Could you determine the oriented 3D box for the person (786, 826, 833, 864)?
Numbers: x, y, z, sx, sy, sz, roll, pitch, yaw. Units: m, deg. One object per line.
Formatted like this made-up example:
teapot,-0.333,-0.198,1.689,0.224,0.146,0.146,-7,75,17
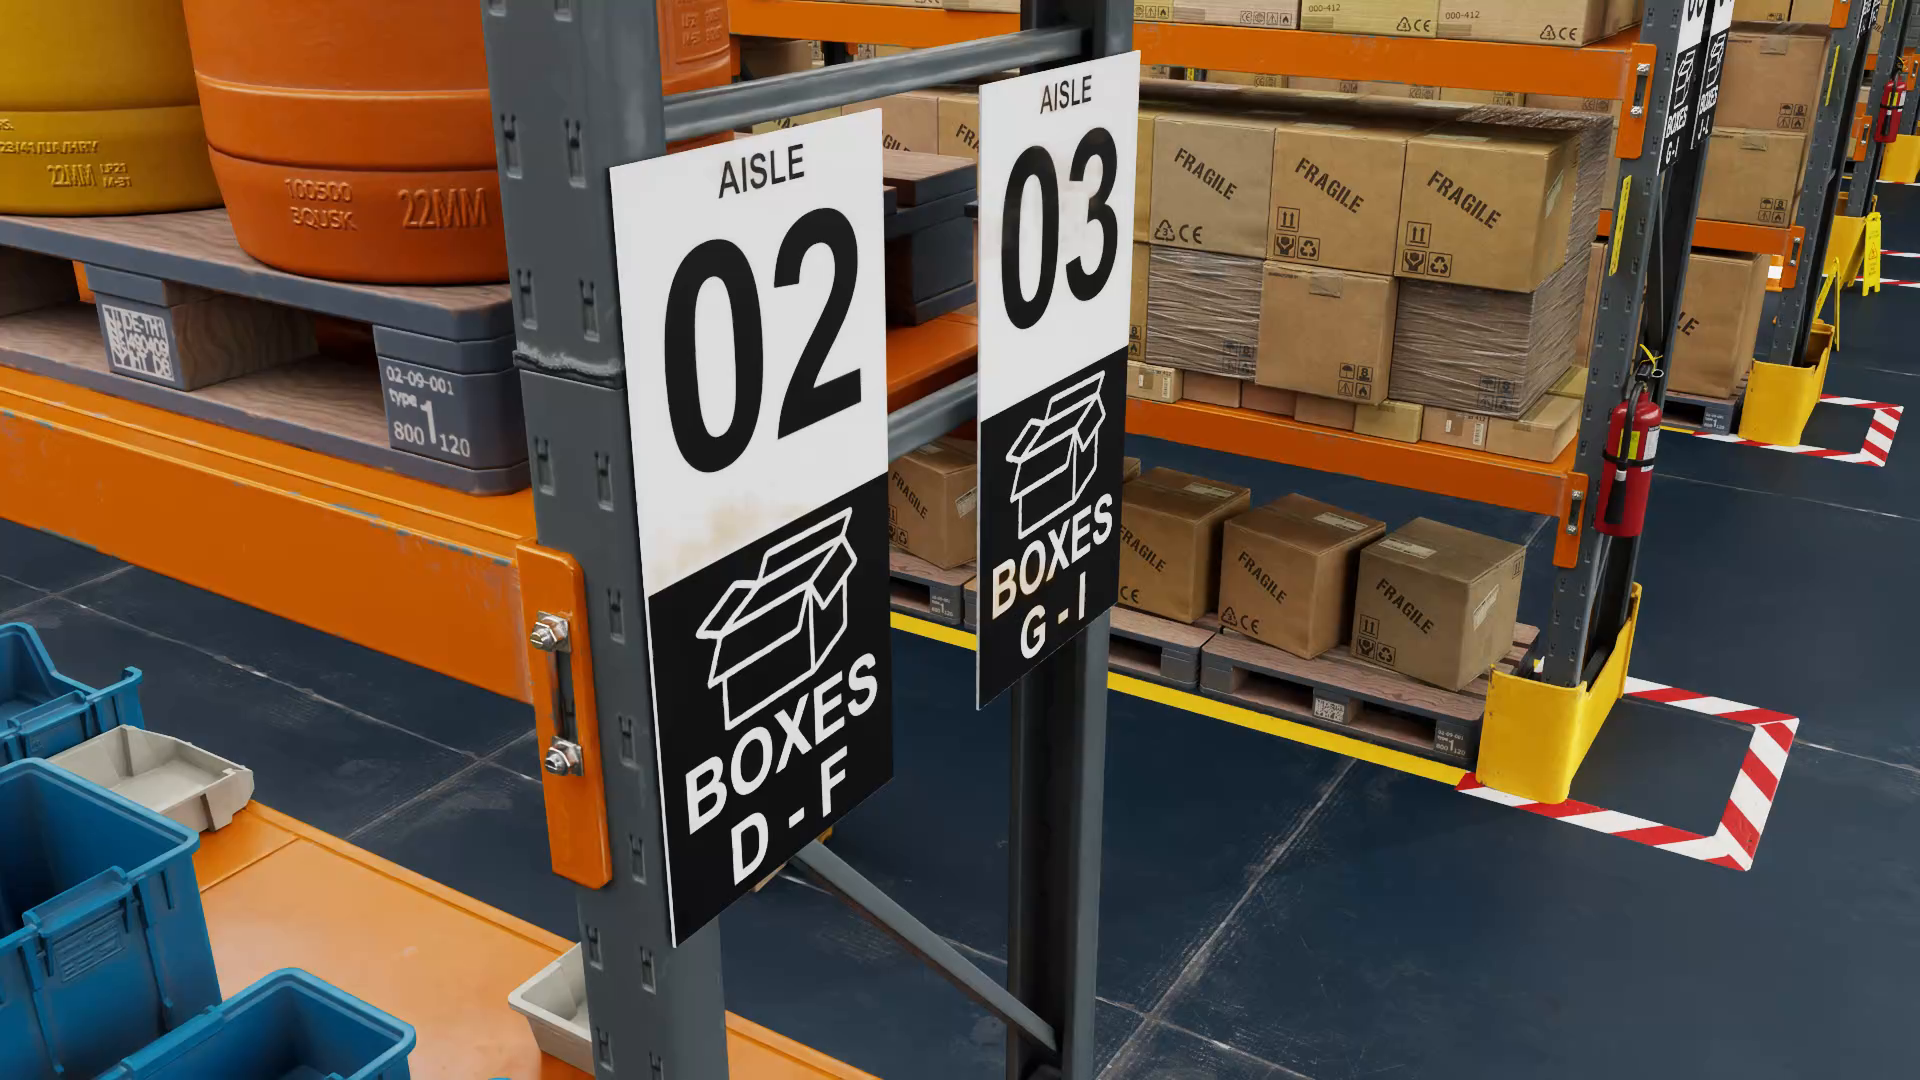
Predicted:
person,-0.660,0.292,5.886,0.604,1.778,0.453,14,26,29
